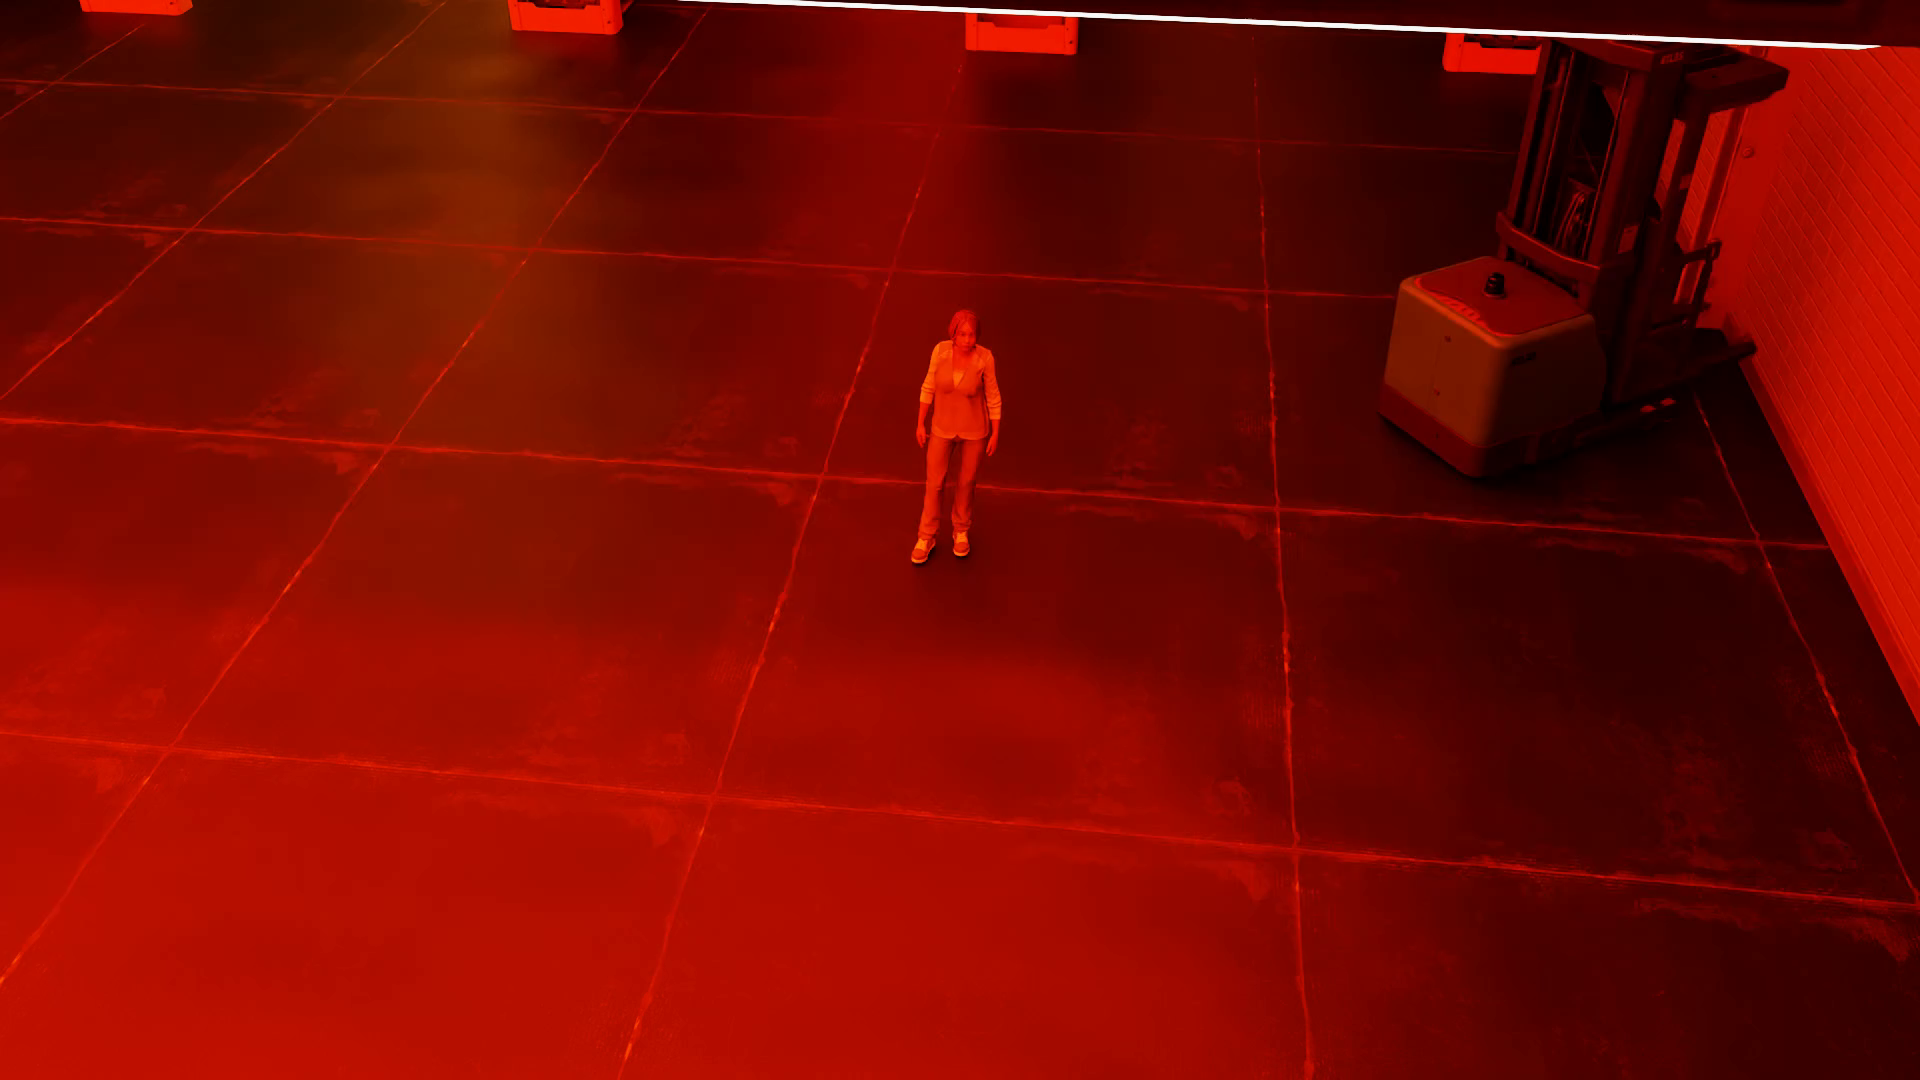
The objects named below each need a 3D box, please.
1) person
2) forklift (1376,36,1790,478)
[{"bbox_3d":[-0.023,-0.601,9.969,0.520,1.582,0.475,4,37,6],"label":"person"},{"bbox_3d":[4.455,-2.207,11.023,3.031,2.935,1.130,-17,40,-22],"label":"forklift"}]
